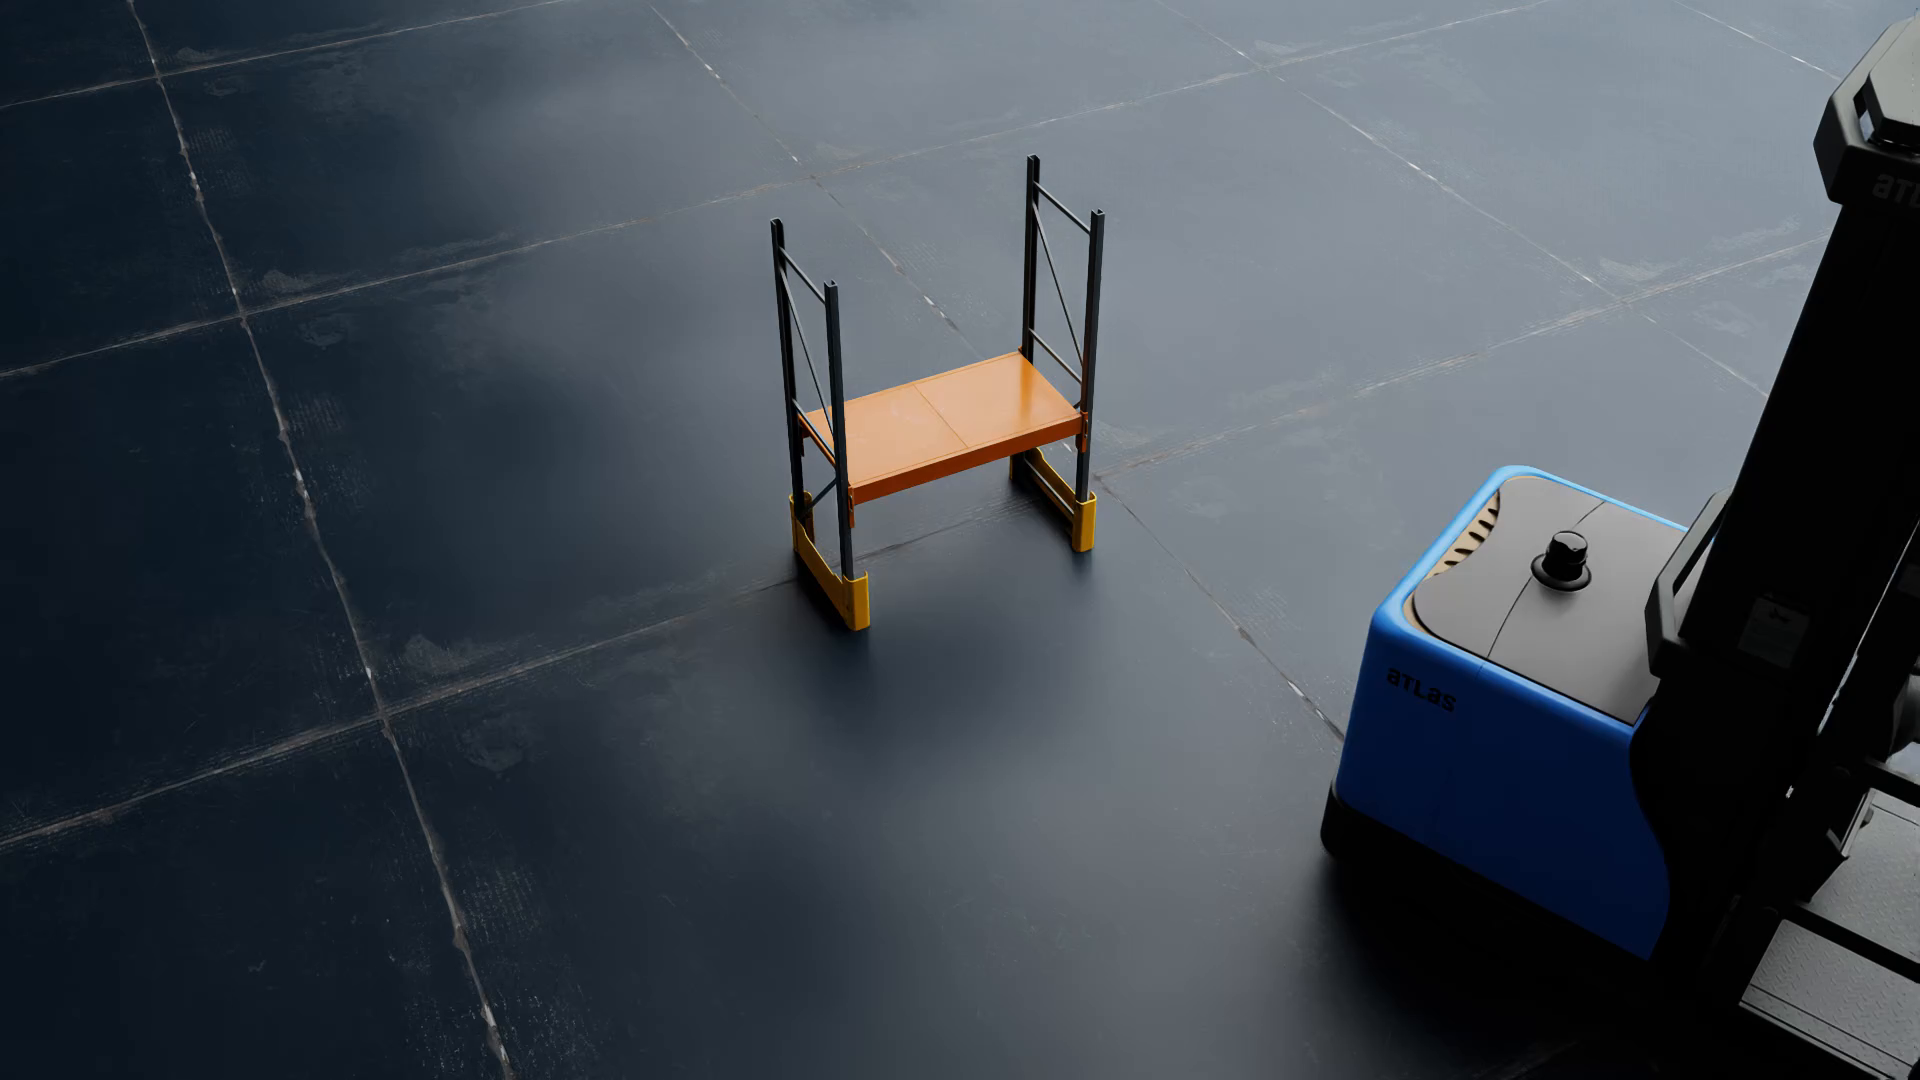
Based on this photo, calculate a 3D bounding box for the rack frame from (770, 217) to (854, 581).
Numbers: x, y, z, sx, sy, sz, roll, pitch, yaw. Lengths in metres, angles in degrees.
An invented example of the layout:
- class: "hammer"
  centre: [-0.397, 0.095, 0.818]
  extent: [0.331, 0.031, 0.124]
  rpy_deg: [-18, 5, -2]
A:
- class: "rack frame"
  centre: [-0.527, -0.395, 6.056]
  extent: [0.032, 1.500, 0.500]
  rpy_deg: [-19, 44, -21]

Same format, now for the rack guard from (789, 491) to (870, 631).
- class: "rack guard"
  centre: [-0.509, 0.076, 6.467]
  extent: [0.087, 0.250, 0.587]
  rpy_deg: [-19, 44, -21]

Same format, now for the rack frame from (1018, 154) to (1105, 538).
- class: "rack frame"
  centre: [0.375, -0.699, 6.415]
  extent: [0.032, 1.500, 0.500]
  rpy_deg: [-19, 44, -21]

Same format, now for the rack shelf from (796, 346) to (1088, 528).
- class: "rack shelf"
  centre: [-0.076, -0.410, 6.352]
  extent: [1.000, 0.185, 0.538]
  rpy_deg: [-19, 44, -21]

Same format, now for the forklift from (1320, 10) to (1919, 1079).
- class: "forklift"
  centre: [2.666, 0.259, 4.176]
  extent: [3.031, 2.935, 1.130]
  rpy_deg: [26, 47, 28]

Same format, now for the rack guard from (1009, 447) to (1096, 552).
- class: "rack guard"
  centre: [0.374, -0.221, 6.818]
  extent: [0.087, 0.250, 0.587]
  rpy_deg: [-19, 44, -21]

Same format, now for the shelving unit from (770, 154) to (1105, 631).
- class: "shelving unit"
  centre: [-0.068, -0.550, 6.239]
  extent: [1.083, 1.500, 0.587]
  rpy_deg: [-19, 44, -21]
